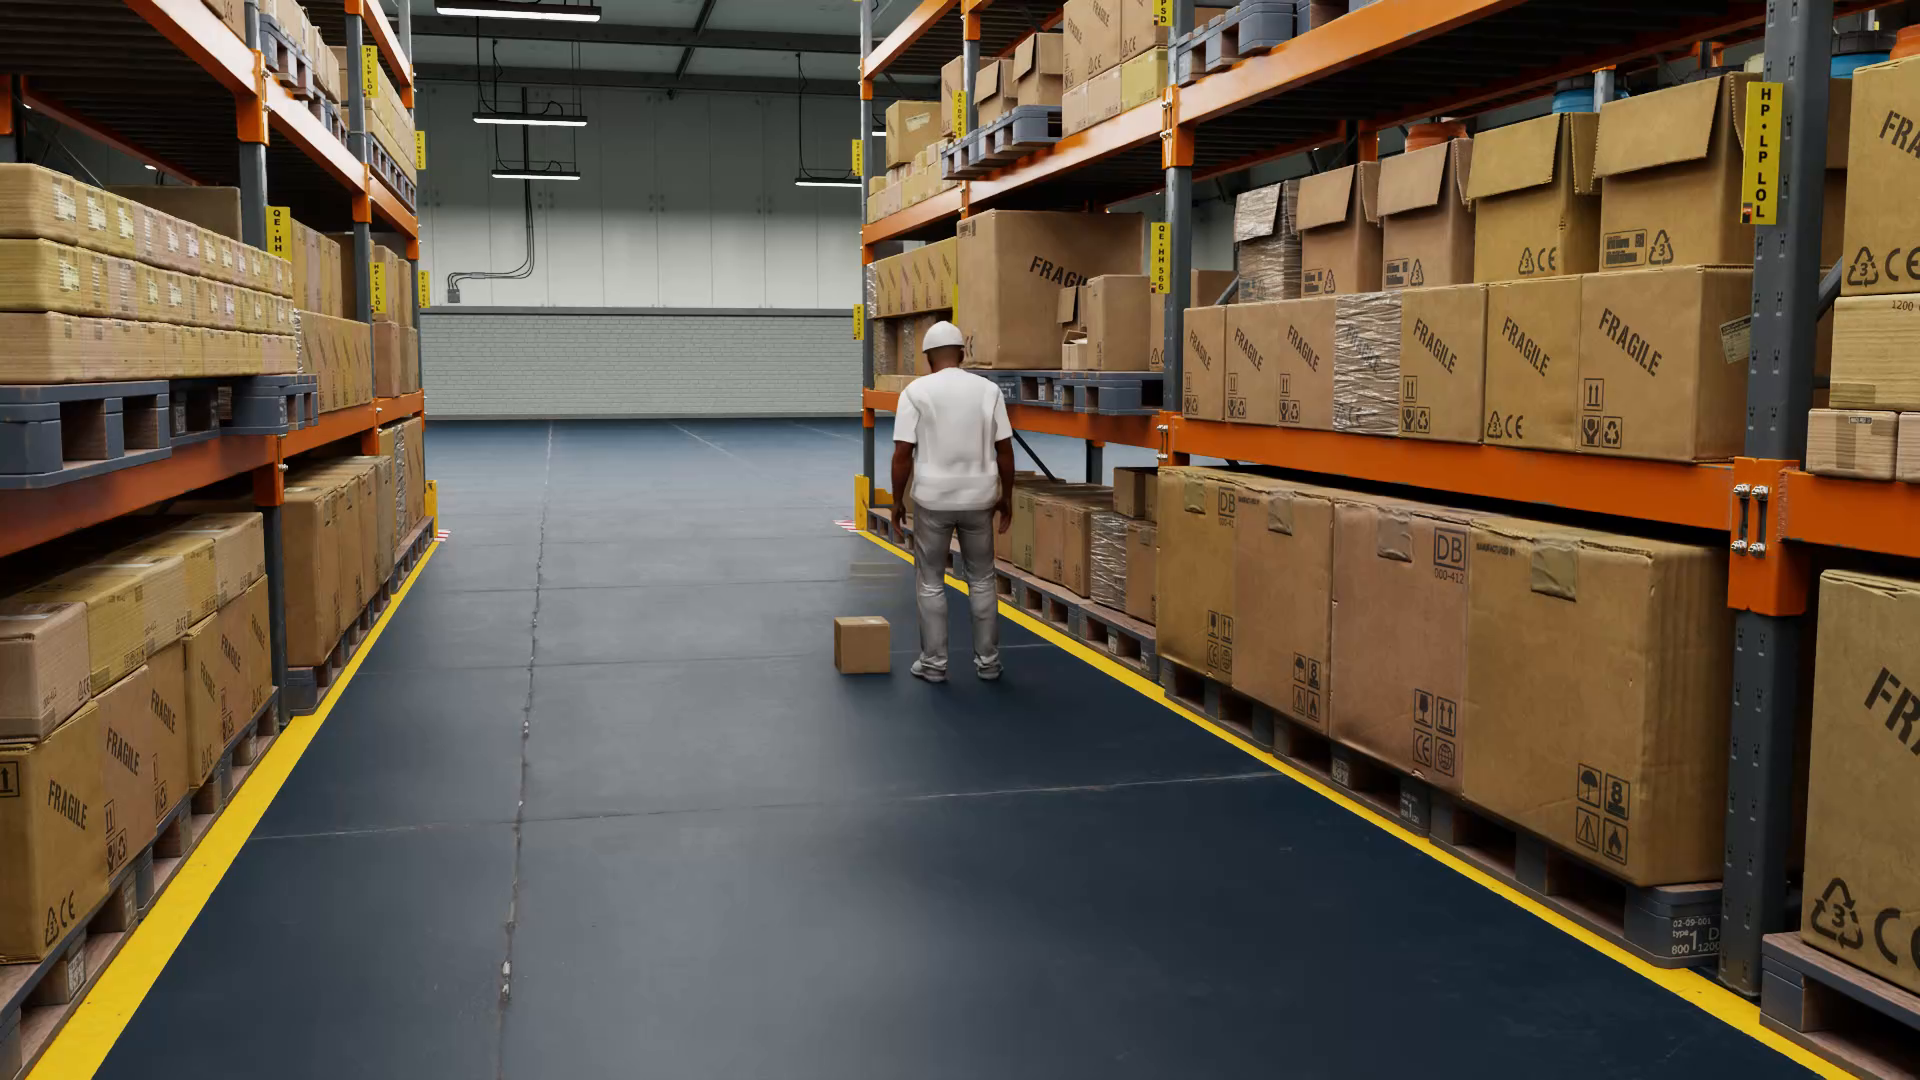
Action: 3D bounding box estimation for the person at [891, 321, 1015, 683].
[{"bbox_3d":[-0.041,-0.191,8.174,0.626,1.758,0.463,-1,6,-13],"label":"person"}]
